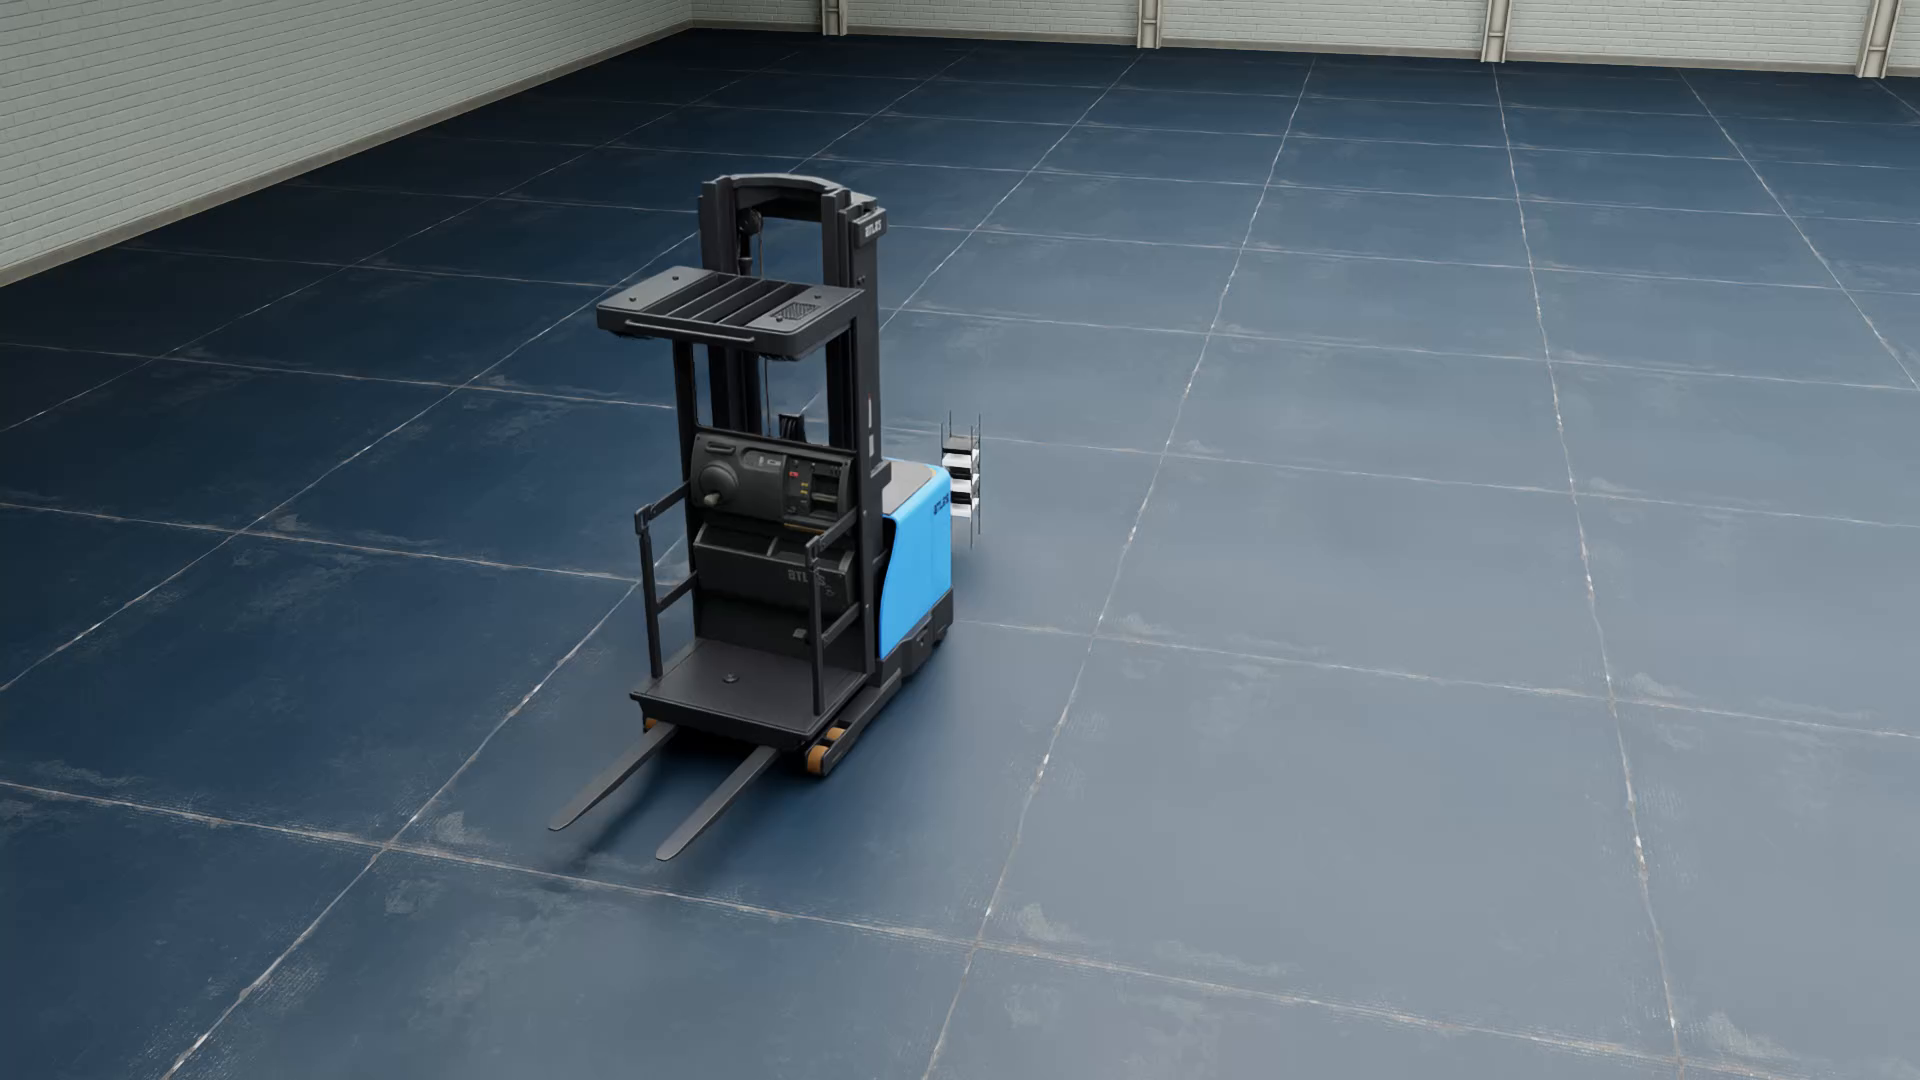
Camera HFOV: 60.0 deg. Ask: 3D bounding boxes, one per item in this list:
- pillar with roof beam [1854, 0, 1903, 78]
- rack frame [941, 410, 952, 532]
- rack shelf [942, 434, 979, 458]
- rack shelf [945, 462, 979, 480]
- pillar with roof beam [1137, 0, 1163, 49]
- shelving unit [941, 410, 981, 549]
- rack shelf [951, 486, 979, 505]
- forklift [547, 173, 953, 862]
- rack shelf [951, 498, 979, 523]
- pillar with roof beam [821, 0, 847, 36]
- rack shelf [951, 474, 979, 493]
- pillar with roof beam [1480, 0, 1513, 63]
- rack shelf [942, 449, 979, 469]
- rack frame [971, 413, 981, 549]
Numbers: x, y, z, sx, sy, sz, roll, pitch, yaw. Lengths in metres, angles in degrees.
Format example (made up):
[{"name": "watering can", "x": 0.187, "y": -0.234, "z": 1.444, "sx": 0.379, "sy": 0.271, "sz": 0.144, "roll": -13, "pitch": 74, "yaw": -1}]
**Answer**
[{"name": "pillar with roof beam", "x": 13.987, "y": -9.953, "z": 21.843, "sx": 0.400, "sy": 9.000, "sz": 9.100, "roll": 6, "pitch": 26, "yaw": 13}, {"name": "rack frame", "x": -0.091, "y": -0.416, "z": 11.235, "sx": 0.006, "sy": 0.900, "sz": 0.240, "roll": 6, "pitch": 26, "yaw": 13}, {"name": "rack shelf", "x": 0.008, "y": -0.619, "z": 11.110, "sx": 0.200, "sy": 0.077, "sz": 0.258, "roll": 6, "pitch": 26, "yaw": 13}, {"name": "rack shelf", "x": 0.008, "y": -0.457, "z": 11.187, "sx": 0.200, "sy": 0.077, "sz": 0.258, "roll": 6, "pitch": 26, "yaw": 13}, {"name": "pillar with roof beam", "x": 2.365, "y": -11.237, "z": 24.542, "sx": 0.400, "sy": 9.000, "sz": 9.100, "roll": 6, "pitch": 26, "yaw": 13}, {"name": "shelving unit", "x": 0.008, "y": -0.405, "z": 11.212, "sx": 0.210, "sy": 0.900, "sz": 0.258, "roll": 6, "pitch": 26, "yaw": 13}, {"name": "rack shelf", "x": 0.008, "y": -0.294, "z": 11.265, "sx": 0.200, "sy": 0.077, "sz": 0.258, "roll": 6, "pitch": 26, "yaw": 13}, {"name": "forklift", "x": -1.084, "y": -0.281, "z": 8.588, "sx": 1.130, "sy": 2.935, "sz": 3.031, "roll": 10, "pitch": 27, "yaw": 21}, {"name": "rack shelf", "x": 0.008, "y": -0.213, "z": 11.303, "sx": 0.200, "sy": 0.077, "sz": 0.258, "roll": 6, "pitch": 26, "yaw": 13}, {"name": "pillar with roof beam", "x": -3.446, "y": -11.880, "z": 25.891, "sx": 0.400, "sy": 9.000, "sz": 9.100, "roll": 6, "pitch": 26, "yaw": 13}, {"name": "rack shelf", "x": 0.008, "y": -0.375, "z": 11.226, "sx": 0.200, "sy": 0.077, "sz": 0.258, "roll": 6, "pitch": 26, "yaw": 13}, {"name": "pillar with roof beam", "x": 8.176, "y": -10.595, "z": 23.193, "sx": 0.400, "sy": 9.000, "sz": 9.100, "roll": 6, "pitch": 26, "yaw": 13}, {"name": "rack shelf", "x": 0.008, "y": -0.538, "z": 11.149, "sx": 0.200, "sy": 0.077, "sz": 0.258, "roll": 6, "pitch": 26, "yaw": 13}, {"name": "rack frame", "x": 0.106, "y": -0.395, "z": 11.189, "sx": 0.006, "sy": 0.900, "sz": 0.240, "roll": 6, "pitch": 26, "yaw": 13}]
